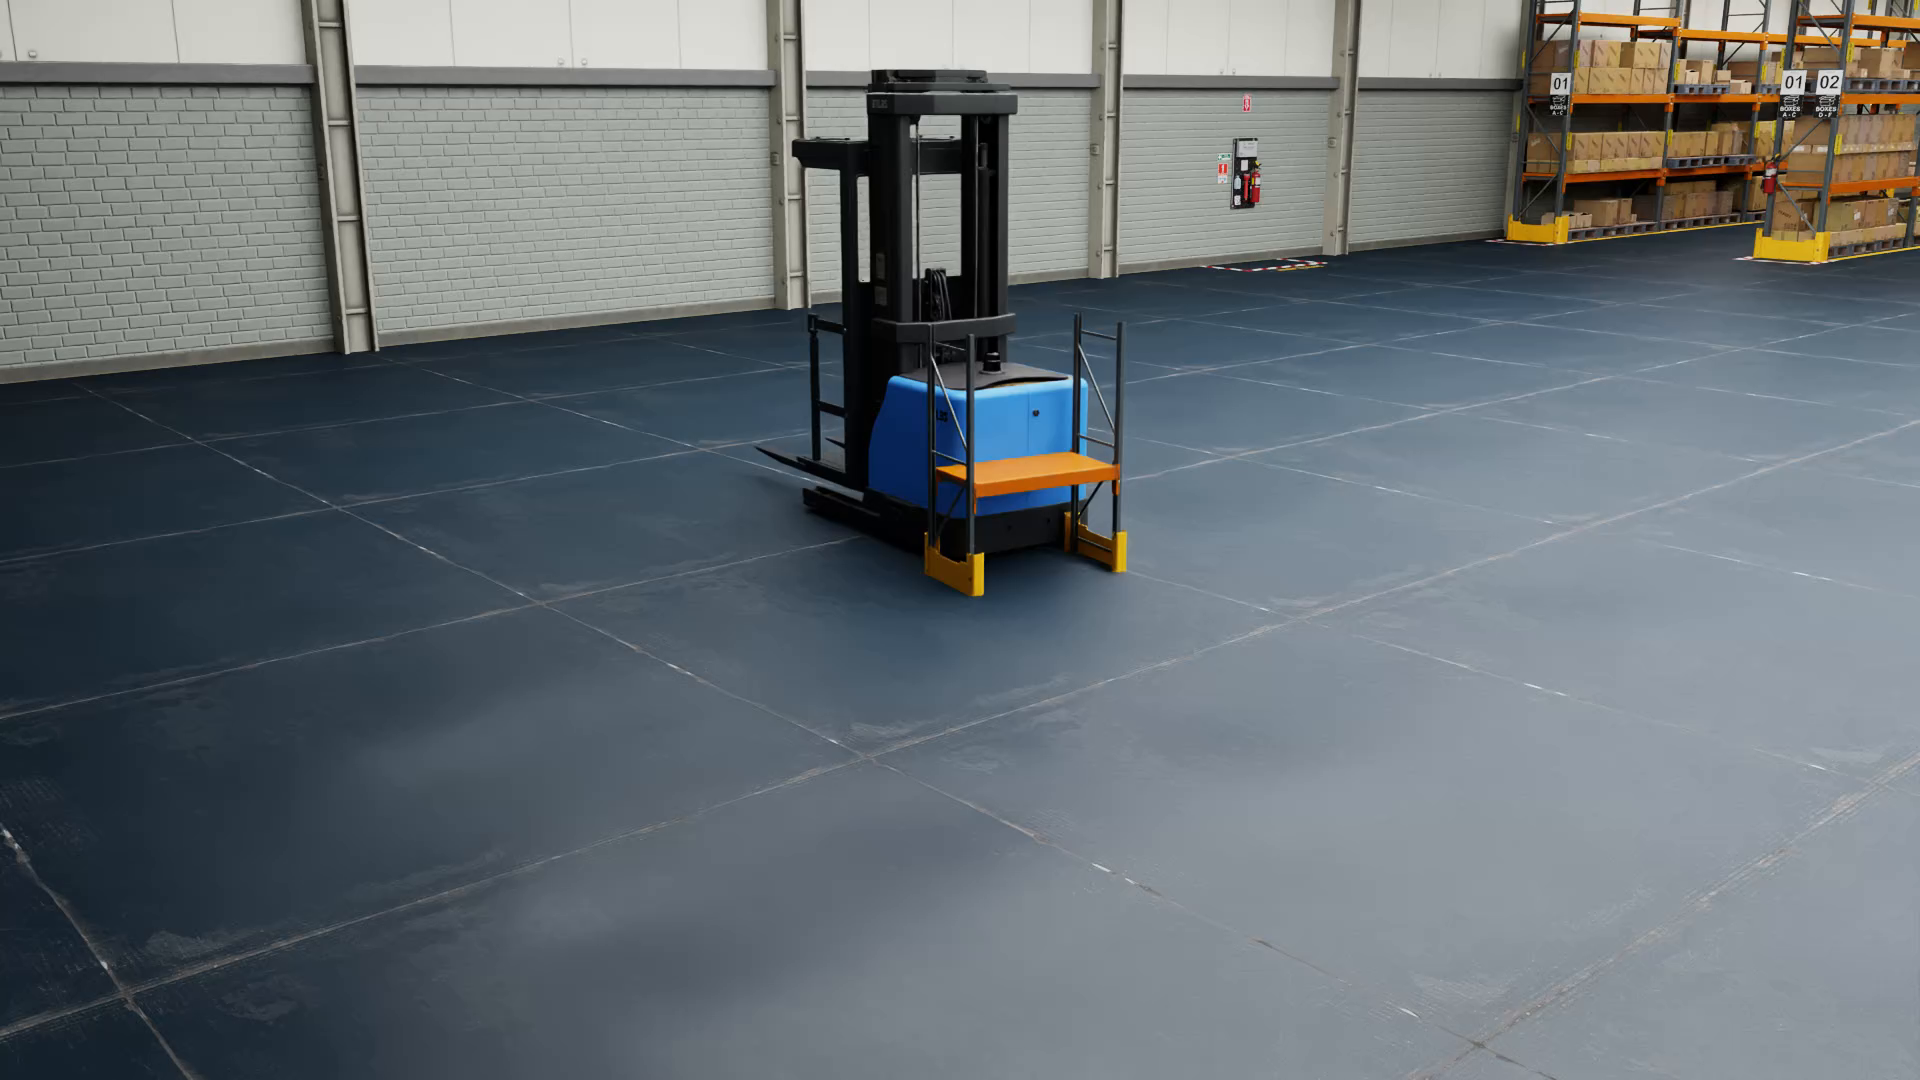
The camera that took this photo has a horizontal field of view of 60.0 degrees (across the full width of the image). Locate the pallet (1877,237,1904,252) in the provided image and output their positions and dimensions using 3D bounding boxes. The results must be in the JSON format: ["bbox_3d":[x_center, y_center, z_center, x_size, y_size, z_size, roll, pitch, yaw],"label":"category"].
[{"bbox_3d":[17.000,-5.599,31.301,1.213,0.211,1.003,-13,19,-39],"label":"pallet"}]

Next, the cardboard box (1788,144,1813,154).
[{"bbox_3d":[14.773,-6.858,29.163,0.250,0.149,0.380,-13,20,-40],"label":"cardboard box"}]

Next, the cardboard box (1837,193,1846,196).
[{"bbox_3d":[21.420,-8.578,41.081,0.500,0.500,0.700,-13,20,-40],"label":"cardboard box"}]

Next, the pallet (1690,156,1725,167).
[{"bbox_3d":[15.924,-8.278,36.300,1.213,0.211,1.003,-13,19,-39],"label":"pallet"}]

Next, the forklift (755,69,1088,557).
[{"bbox_3d":[-0.425,-1.631,11.177,1.130,2.935,3.031,-10,18,-33],"label":"forklift"}]

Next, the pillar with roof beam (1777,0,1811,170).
[{"bbox_3d":[23.194,-11.739,37.259,0.400,9.000,9.100,-13,19,-39],"label":"pillar with roof beam"}]

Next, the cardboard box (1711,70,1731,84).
[{"bbox_3d":[16.352,-10.021,36.402,0.637,0.503,0.797,-9,18,-32],"label":"cardboard box"}]

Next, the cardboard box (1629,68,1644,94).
[{"bbox_3d":[13.371,-9.225,33.430,0.500,0.500,0.500,-14,20,-41],"label":"cardboard box"}]

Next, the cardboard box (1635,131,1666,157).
[{"bbox_3d":[14.219,-8.195,34.418,0.500,0.500,0.500,-13,20,-39],"label":"cardboard box"}]

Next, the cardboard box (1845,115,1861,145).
[{"bbox_3d":[15.404,-7.246,29.356,0.500,0.500,0.700,-13,20,-41],"label":"cardboard box"}]

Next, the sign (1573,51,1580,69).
[{"bbox_3d":[11.712,-9.125,31.591,0.005,0.325,0.100,-13,19,-39],"label":"sign"}]

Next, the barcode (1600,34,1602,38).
[{"bbox_3d":[13.042,-10.252,33.823,0.075,0.075,0.001,-13,19,-39],"label":"barcode"}]

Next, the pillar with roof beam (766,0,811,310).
[{"bbox_3d":[0.563,-6.657,18.233,0.400,9.000,9.100,-13,19,-39],"label":"pillar with roof beam"}]

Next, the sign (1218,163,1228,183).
[{"bbox_3d":[4.415,-6.162,27.936,0.234,0.329,0.001,-13,19,-39],"label":"sign"}]

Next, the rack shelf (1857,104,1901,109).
[{"bbox_3d":[21.917,-10.832,41.071,4.000,0.370,1.077,-13,19,-39],"label":"rack shelf"}]

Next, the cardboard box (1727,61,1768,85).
[{"bbox_3d":[17.712,-10.516,37.447,0.700,0.500,0.500,14,21,43],"label":"cardboard box"}]

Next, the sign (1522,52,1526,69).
[{"bbox_3d":[11.006,-9.347,32.402,0.005,0.325,0.100,-13,19,-39],"label":"sign"}]

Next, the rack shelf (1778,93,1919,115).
[{"bbox_3d":[16.119,-7.835,29.853,4.000,0.370,1.077,-13,19,-39],"label":"rack shelf"}]

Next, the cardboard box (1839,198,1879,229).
[{"bbox_3d":[16.294,-5.933,30.210,0.500,0.500,0.500,-13,19,-39],"label":"cardboard box"}]

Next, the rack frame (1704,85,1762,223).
[{"bbox_3d":[17.390,-8.714,37.560,0.127,3.000,1.000,-13,19,-39],"label":"rack frame"}]

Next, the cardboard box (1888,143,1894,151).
[{"bbox_3d":[16.794,-7.174,30.346,0.250,0.149,0.380,-13,20,-40],"label":"cardboard box"}]

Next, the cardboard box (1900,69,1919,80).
[{"bbox_3d":[18.098,-8.755,31.377,0.500,0.250,0.500,-10,18,-34],"label":"cardboard box"}]

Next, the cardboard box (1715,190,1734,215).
[{"bbox_3d":[16.881,-7.587,37.331,0.500,0.500,0.700,-12,19,-39],"label":"cardboard box"}]

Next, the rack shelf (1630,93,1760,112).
[{"bbox_3d":[15.882,-9.477,35.997,4.000,0.370,1.077,-13,19,-39],"label":"rack shelf"}]

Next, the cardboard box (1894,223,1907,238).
[{"bbox_3d":[17.421,-5.826,31.262,0.500,0.250,0.500,-13,19,-39],"label":"cardboard box"}]

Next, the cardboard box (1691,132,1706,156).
[{"bbox_3d":[15.682,-8.588,36.041,0.500,0.500,0.700,-10,18,-32],"label":"cardboard box"}]

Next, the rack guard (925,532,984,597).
[{"bbox_3d":[-0.038,0.138,9.751,0.087,0.250,0.587,-8,17,-29],"label":"rack guard"}]

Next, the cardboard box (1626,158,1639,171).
[{"bbox_3d":[13.464,-7.663,33.879,0.500,0.250,0.500,-13,20,-40],"label":"cardboard box"}]

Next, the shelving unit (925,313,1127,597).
[{"bbox_3d":[0.394,-0.530,9.828,1.083,1.500,0.587,-8,17,-29],"label":"shelving unit"}]

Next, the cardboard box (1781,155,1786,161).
[{"bbox_3d":[18.941,-8.875,38.611,0.250,0.149,0.380,-13,19,-39],"label":"cardboard box"}]

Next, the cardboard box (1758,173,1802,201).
[{"bbox_3d":[19.334,-8.269,39.247,0.750,0.750,0.750,-12,19,-38],"label":"cardboard box"}]

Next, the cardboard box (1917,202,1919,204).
[{"bbox_3d":[18.873,-6.411,32.367,0.500,0.311,0.500,-14,20,-41],"label":"cardboard box"}]

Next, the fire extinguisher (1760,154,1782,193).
[{"bbox_3d":[14.216,-6.428,29.152,0.183,0.674,0.296,-13,19,-39],"label":"fire extinguisher"}]

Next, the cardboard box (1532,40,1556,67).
[{"bbox_3d":[11.509,-9.473,32.419,0.500,0.500,0.500,-12,19,-37],"label":"cardboard box"}]

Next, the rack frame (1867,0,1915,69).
[{"bbox_3d":[23.425,-12.967,41.859,0.127,3.000,1.000,-13,19,-39],"label":"rack frame"}]

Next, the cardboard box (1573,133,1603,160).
[{"bbox_3d":[12.292,-7.762,32.796,0.500,0.500,0.500,-13,19,-39],"label":"cardboard box"}]

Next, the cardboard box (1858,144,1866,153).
[{"bbox_3d":[15.825,-6.956,29.530,0.250,0.149,0.380,-14,20,-41],"label":"cardboard box"}]

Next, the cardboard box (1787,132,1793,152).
[{"bbox_3d":[19.089,-9.209,38.603,0.500,0.500,0.500,-12,19,-38],"label":"cardboard box"}]

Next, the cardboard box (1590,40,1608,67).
[{"bbox_3d":[12.217,-9.442,32.303,0.500,0.500,0.500,-13,20,-40],"label":"cardboard box"}]

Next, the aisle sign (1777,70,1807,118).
[{"bbox_3d":[14.367,-7.697,28.715,0.004,0.787,0.394,-13,19,-39],"label":"aisle sign"}]

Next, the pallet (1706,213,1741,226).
[{"bbox_3d":[16.800,-7.235,37.425,1.213,0.211,1.003,-13,19,-39],"label":"pallet"}]

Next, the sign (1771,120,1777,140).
[{"bbox_3d":[14.264,-7.177,29.103,0.005,0.325,0.100,-13,19,-39],"label":"sign"}]

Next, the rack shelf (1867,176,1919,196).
[{"bbox_3d":[19.136,-7.064,32.776,4.000,0.370,1.077,-13,19,-39],"label":"rack shelf"}]

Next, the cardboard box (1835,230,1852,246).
[{"bbox_3d":[15.535,-5.402,29.677,0.500,0.250,0.500,-13,19,-39],"label":"cardboard box"}]

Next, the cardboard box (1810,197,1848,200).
[{"bbox_3d":[15.942,-6.037,30.600,0.500,0.500,0.500,-13,19,-39],"label":"cardboard box"}]

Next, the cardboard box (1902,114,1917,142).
[{"bbox_3d":[17.297,-7.671,30.949,0.500,0.500,0.700,-13,19,-39],"label":"cardboard box"}]

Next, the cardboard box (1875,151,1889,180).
[{"bbox_3d":[16.522,-6.870,30.462,0.500,0.500,0.700,-12,19,-39],"label":"cardboard box"}]

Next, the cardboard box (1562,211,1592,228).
[{"bbox_3d":[12.366,-6.468,33.511,0.500,0.311,0.500,-11,18,-35],"label":"cardboard box"}]

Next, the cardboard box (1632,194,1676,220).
[{"bbox_3d":[14.917,-7.169,35.768,0.500,0.500,0.700,-12,19,-38],"label":"cardboard box"}]

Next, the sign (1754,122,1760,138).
[{"bbox_3d":[17.754,-9.131,37.031,0.005,0.325,0.100,-13,19,-39],"label":"sign"}]

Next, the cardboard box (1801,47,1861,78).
[{"bbox_3d":[15.046,-8.261,28.767,0.637,0.503,0.797,-11,18,-36],"label":"cardboard box"}]

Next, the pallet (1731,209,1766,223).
[{"bbox_3d":[18.035,-7.486,38.365,1.213,0.211,1.003,-13,19,-39],"label":"pallet"}]
